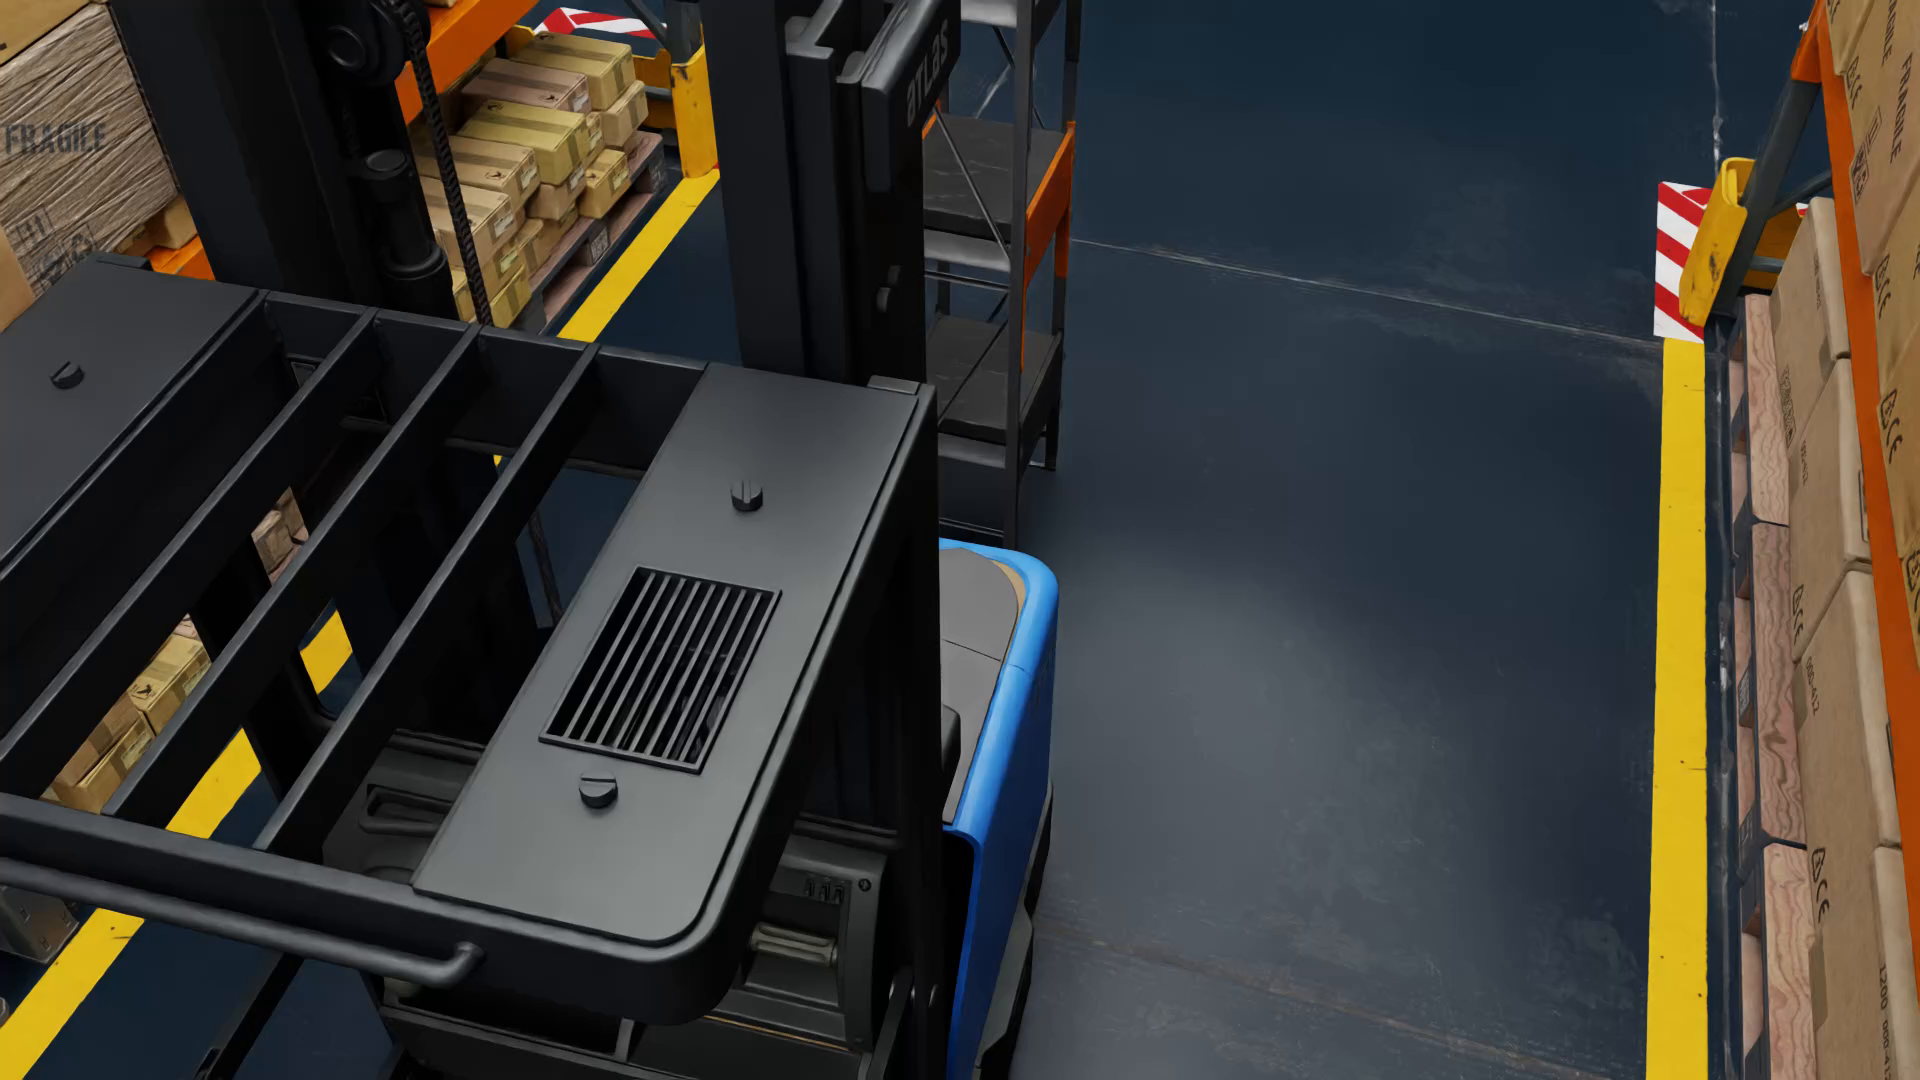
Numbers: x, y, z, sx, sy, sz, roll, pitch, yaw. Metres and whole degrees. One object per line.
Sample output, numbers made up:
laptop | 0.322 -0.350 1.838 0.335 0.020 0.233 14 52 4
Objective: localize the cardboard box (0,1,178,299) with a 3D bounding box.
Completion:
cardboard box | -2.204 -0.902 3.743 0.500 0.500 0.500 13 46 12

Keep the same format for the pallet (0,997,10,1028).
pallet | -2.971 1.364 3.705 1.003 0.211 1.213 13 46 13

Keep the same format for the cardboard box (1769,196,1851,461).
cardboard box | 3.118 -0.610 5.261 0.875 0.438 0.875 11 45 11

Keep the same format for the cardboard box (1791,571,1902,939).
cardboard box | 2.574 0.602 4.022 0.875 0.438 0.875 11 45 11

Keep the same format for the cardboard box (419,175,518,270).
cardboard box | -1.700 -1.051 5.492 0.380 0.149 0.250 14 46 14

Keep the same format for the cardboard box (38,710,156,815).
cardboard box | -2.321 0.542 4.289 0.380 0.149 0.250 11 45 11

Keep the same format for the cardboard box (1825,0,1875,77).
cardboard box | 2.803 -1.614 4.683 0.500 0.500 0.500 12 46 12

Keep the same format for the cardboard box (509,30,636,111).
cardboard box | -1.445 -1.755 6.212 0.380 0.149 0.250 13 46 13

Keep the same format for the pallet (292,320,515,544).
pallet | -2.200 -0.426 5.535 1.003 0.211 1.213 13 46 13

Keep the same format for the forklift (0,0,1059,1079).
forklift | -0.625 0.674 2.466 1.130 2.935 3.031 10 45 10

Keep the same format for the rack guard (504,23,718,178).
rack guard | -1.549 -1.874 6.808 1.175 0.500 0.348 13 46 13

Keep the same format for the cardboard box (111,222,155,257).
cardboard box | -2.213 -0.738 4.039 0.380 0.149 0.250 11 45 11

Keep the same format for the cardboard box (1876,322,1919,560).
cardboard box | 2.197 -0.252 3.292 0.500 0.500 0.500 12 46 12

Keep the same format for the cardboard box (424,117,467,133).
cardboard box | -2.066 -1.590 6.256 0.380 0.149 0.250 12 46 12

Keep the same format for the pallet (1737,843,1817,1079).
pallet | 2.316 1.336 3.734 1.003 0.211 1.213 13 46 13

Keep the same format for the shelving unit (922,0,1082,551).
shelving unit | 0.050 -0.861 4.628 0.431 2.100 0.503 13 46 13

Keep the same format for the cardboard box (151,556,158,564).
cardboard box | -2.266 -0.032 4.450 0.380 0.149 0.250 12 46 12

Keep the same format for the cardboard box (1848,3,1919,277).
cardboard box | 2.506 -0.935 3.990 0.500 0.500 0.500 12 46 12

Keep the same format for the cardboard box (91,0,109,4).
cardboard box | -2.044 -1.579 3.719 0.500 0.500 0.500 13 46 13

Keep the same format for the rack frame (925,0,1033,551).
rack frame | -0.024 -0.698 4.462 0.400 2.100 0.015 13 46 13

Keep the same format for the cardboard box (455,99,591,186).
cardboard box | -1.533 -1.401 5.849 0.380 0.149 0.250 12 46 12

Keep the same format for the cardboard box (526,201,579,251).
cardboard box | -1.630 -1.204 6.073 0.380 0.149 0.250 12 46 12

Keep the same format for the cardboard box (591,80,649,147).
cardboard box | -1.414 -1.643 6.310 0.380 0.149 0.250 11 46 11

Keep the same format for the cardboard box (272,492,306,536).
cardboard box | -2.137 -0.178 5.026 0.380 0.149 0.250 11 45 11

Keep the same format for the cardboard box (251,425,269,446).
cardboard box | -2.054 -0.363 4.789 0.380 0.149 0.250 13 46 13

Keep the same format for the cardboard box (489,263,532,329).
cardboard box | -1.710 -0.853 5.715 0.380 0.149 0.250 11 45 11

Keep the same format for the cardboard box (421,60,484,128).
cardboard box | -1.977 -1.675 6.130 0.380 0.149 0.250 13 46 13

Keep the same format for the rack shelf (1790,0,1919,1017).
rack shelf | 2.617 -0.247 3.872 1.077 0.370 4.000 13 46 13

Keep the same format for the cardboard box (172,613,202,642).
cardboard box | -2.214 0.188 4.651 0.380 0.149 0.250 12 46 12

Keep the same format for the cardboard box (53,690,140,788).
cardboard box | -2.322 0.437 4.184 0.380 0.149 0.250 14 46 14

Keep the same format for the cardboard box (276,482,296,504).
cardboard box | -2.102 -0.279 4.915 0.380 0.149 0.250 15 46 14

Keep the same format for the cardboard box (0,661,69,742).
cardboard box | -2.435 0.319 4.093 0.380 0.149 0.250 14 46 14

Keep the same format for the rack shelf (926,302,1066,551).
rack shelf | 0.050 -0.351 5.128 0.431 0.518 0.480 13 46 13

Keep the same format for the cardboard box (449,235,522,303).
cardboard box | -1.714 -0.949 5.600 0.380 0.149 0.250 13 46 13

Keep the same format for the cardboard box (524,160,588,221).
cardboard box | -1.569 -1.297 5.956 0.380 0.149 0.250 11 45 11

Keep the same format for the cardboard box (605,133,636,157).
cardboard box | -1.486 -1.554 6.432 0.380 0.149 0.250 13 46 13

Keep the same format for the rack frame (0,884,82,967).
rack frame | -2.737 -0.152 3.261 1.000 3.000 0.127 13 46 13

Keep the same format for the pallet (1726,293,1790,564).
pallet | 3.055 -0.291 5.396 1.003 0.211 1.213 13 46 13

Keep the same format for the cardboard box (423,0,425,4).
cardboard box | -1.829 -1.611 4.931 0.380 0.149 0.250 11 45 11
